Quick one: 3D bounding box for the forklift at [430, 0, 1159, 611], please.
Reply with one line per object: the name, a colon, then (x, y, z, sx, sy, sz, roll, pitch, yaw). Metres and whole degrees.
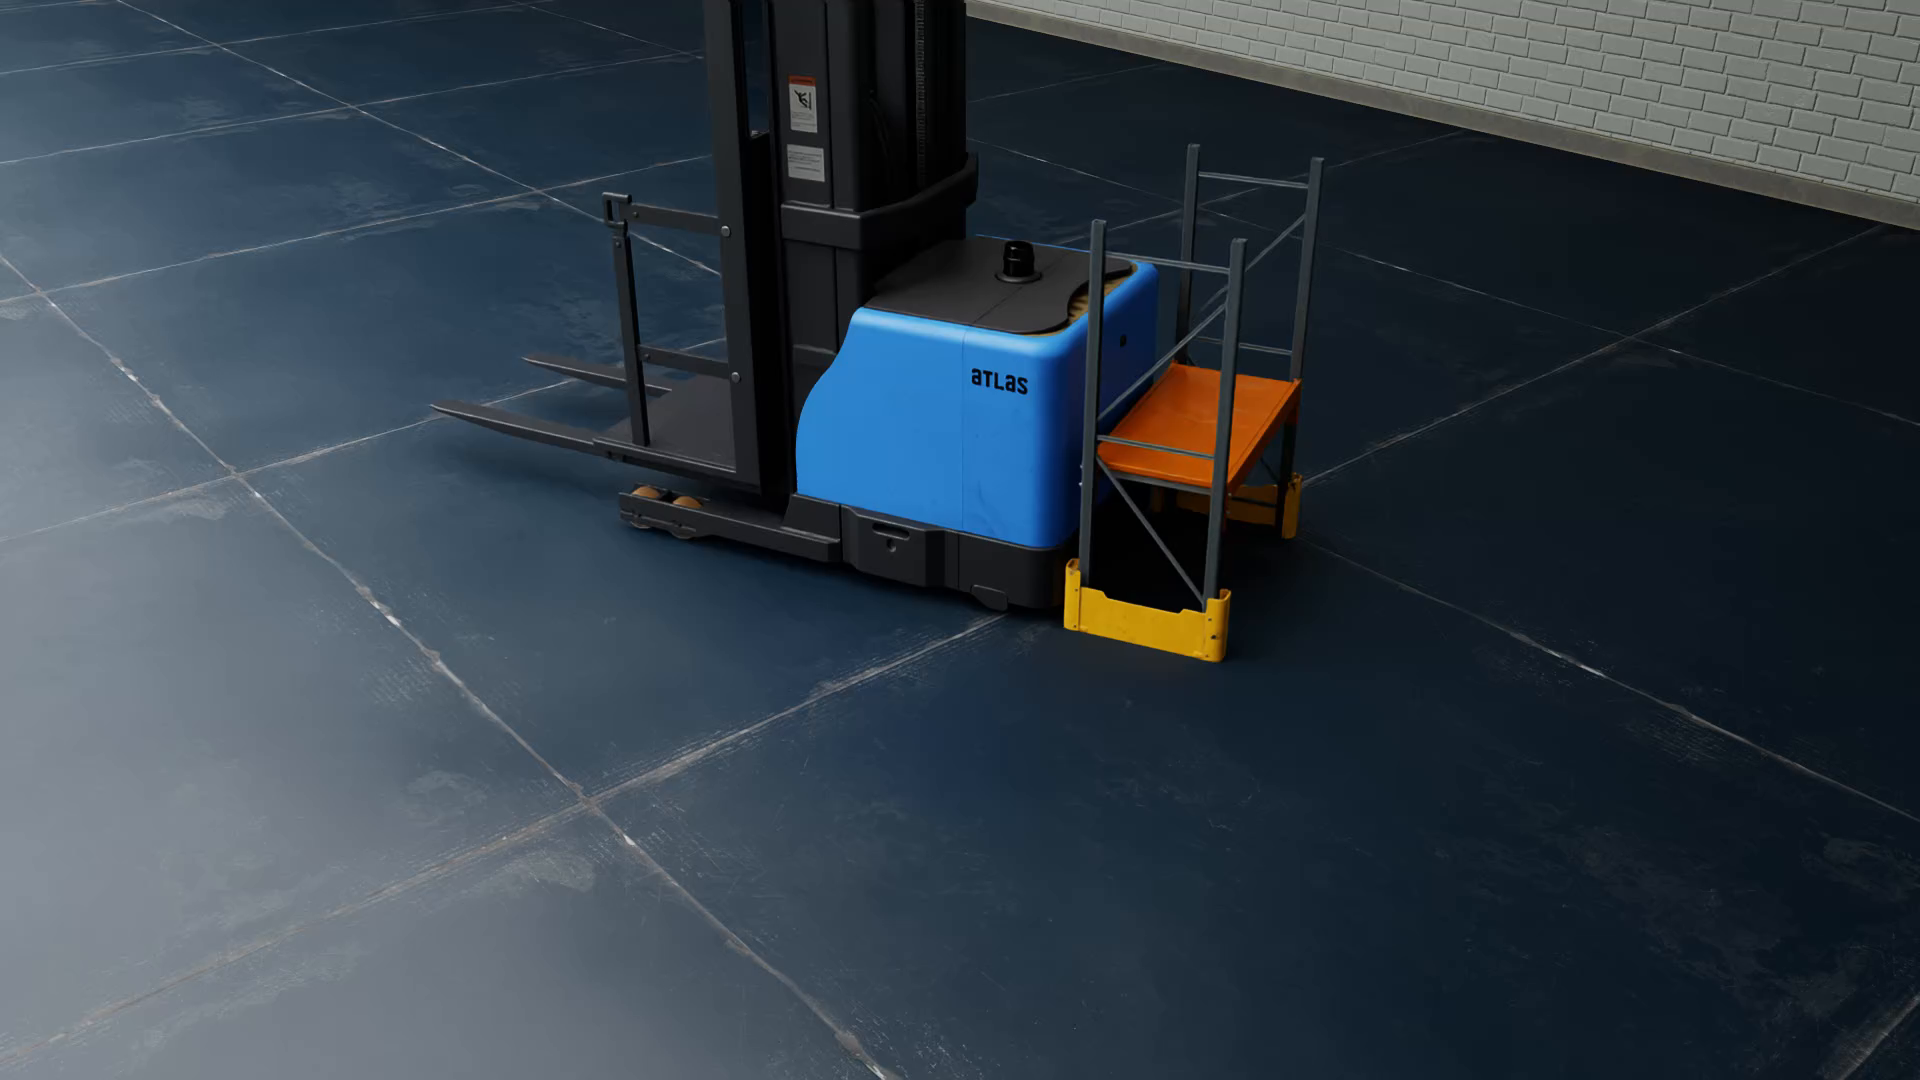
forklift: (-0.789, -1.503, 6.272, 3.031, 2.935, 1.130, 13, 31, 23)

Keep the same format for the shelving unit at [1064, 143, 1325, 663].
shelving unit: (0.857, -0.521, 5.953, 0.587, 1.500, 1.083, 12, 30, 21)

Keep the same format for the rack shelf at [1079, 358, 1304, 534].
rack shelf: (0.860, -0.366, 6.045, 0.538, 0.185, 1.000, 12, 30, 21)

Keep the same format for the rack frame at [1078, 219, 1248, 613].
rack frame: (0.651, -0.306, 5.551, 0.500, 1.500, 0.032, 12, 30, 21)

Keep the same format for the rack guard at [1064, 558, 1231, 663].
rack guard: (0.652, 0.245, 5.847, 0.587, 0.250, 0.087, 12, 30, 21)

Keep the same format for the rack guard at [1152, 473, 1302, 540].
rack guard: (1.061, -0.183, 6.648, 0.587, 0.250, 0.087, 12, 30, 21)

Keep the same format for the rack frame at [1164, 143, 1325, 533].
rack frame: (1.069, -0.743, 6.369, 0.500, 1.500, 0.032, 12, 30, 21)
